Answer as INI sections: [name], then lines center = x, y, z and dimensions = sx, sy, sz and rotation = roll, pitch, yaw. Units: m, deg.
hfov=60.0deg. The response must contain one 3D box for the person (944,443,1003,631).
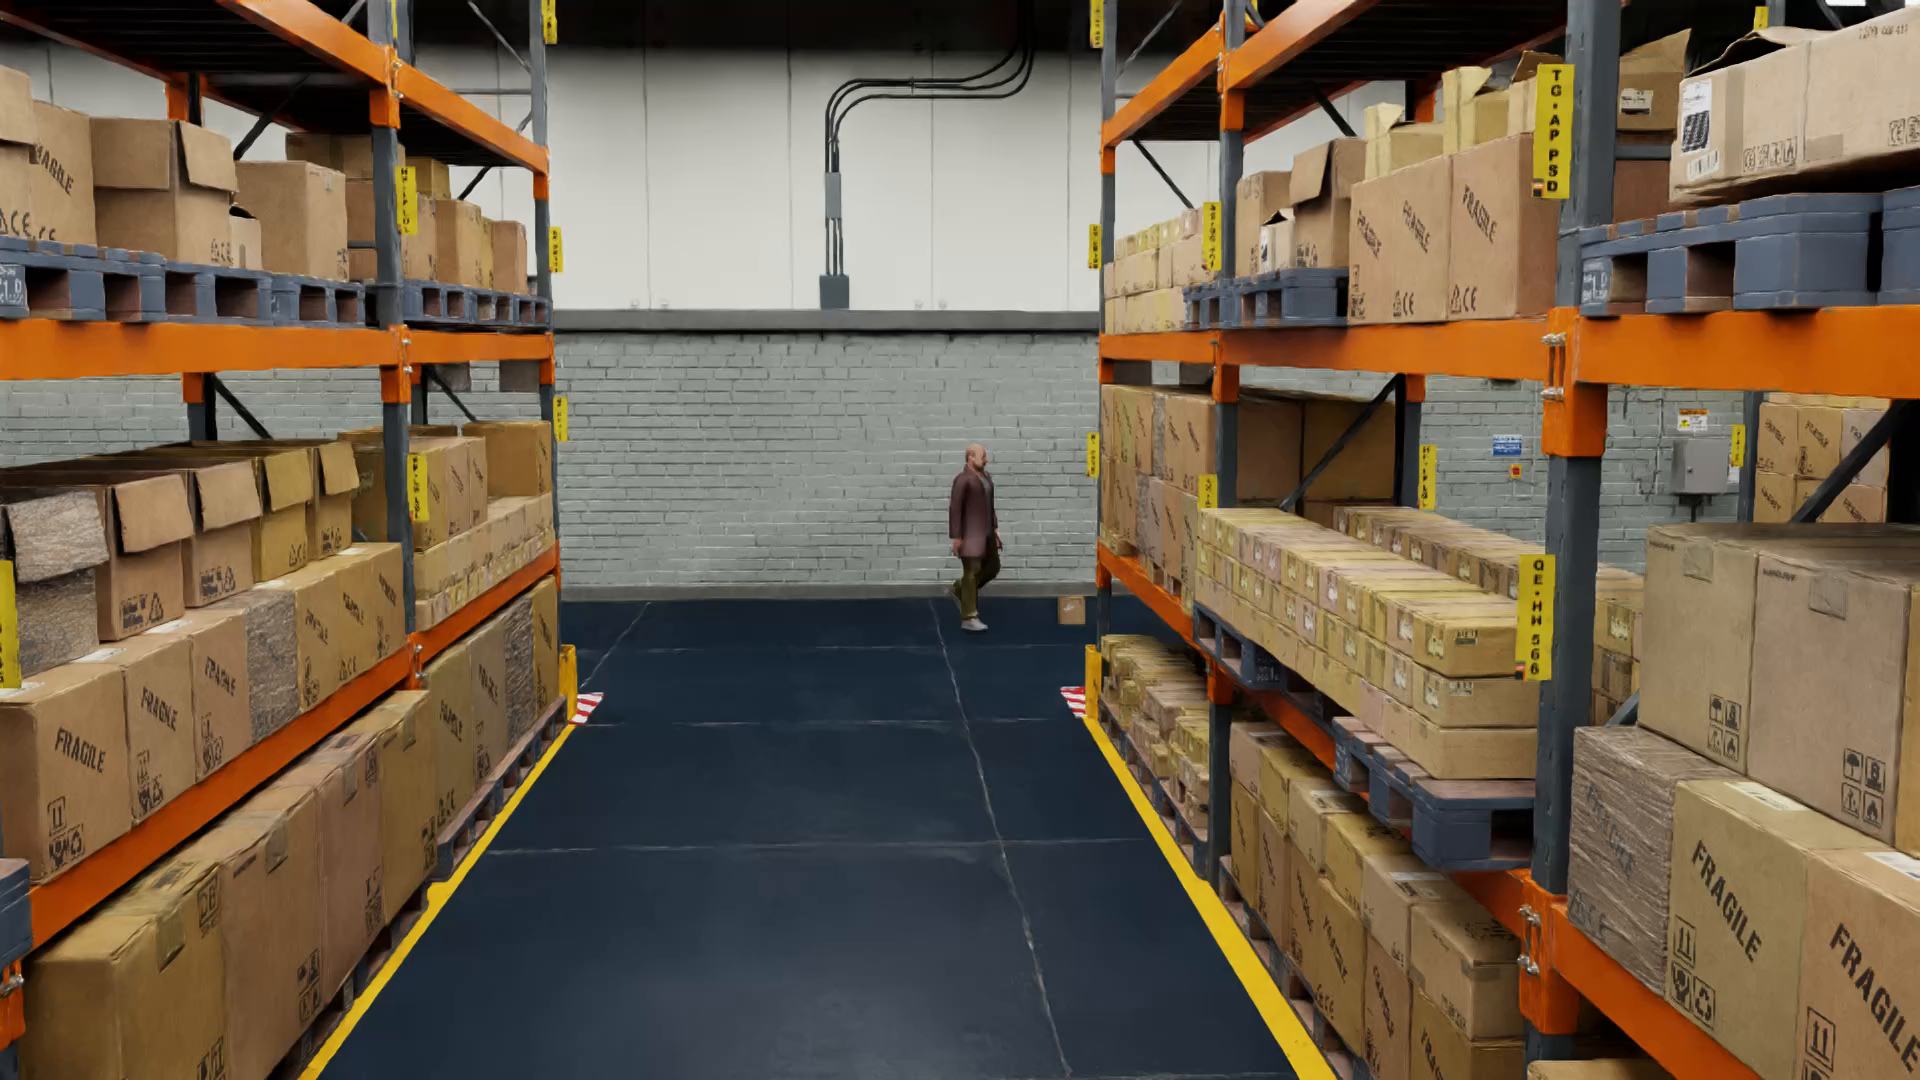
[person]
center = 0.080, -0.056, 16.128
dimensions = 0.667, 1.771, 0.698
rotation = 4, 8, 28
